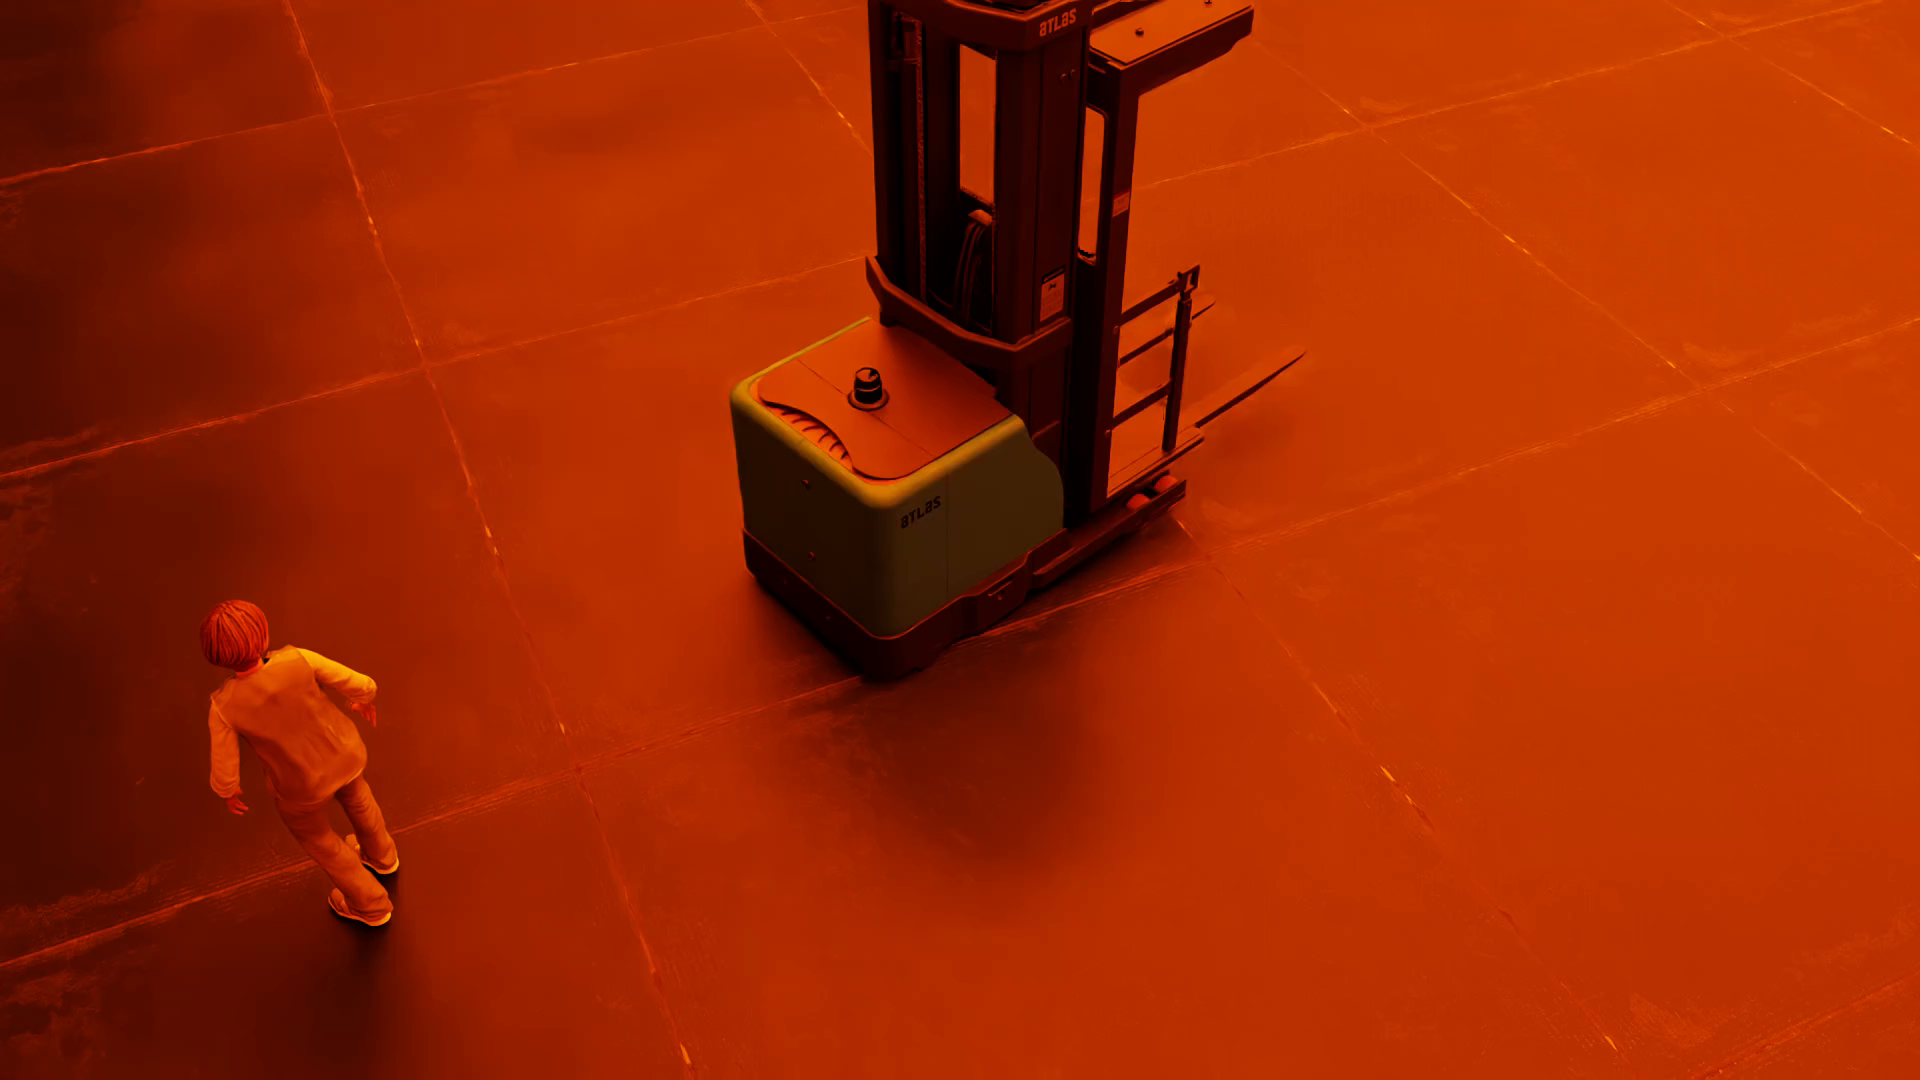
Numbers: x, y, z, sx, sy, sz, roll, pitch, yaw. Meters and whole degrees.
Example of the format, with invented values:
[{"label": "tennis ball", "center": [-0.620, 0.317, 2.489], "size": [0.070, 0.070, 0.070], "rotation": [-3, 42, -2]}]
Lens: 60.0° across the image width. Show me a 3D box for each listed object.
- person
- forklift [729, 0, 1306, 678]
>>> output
[{"label": "person", "center": [-2.315, 0.785, 5.836], "size": [0.453, 1.578, 0.622], "rotation": [29, 50, 27]}, {"label": "forklift", "center": [0.444, -1.362, 7.139], "size": [3.031, 2.935, 1.130], "rotation": [-32, 52, -30]}]
